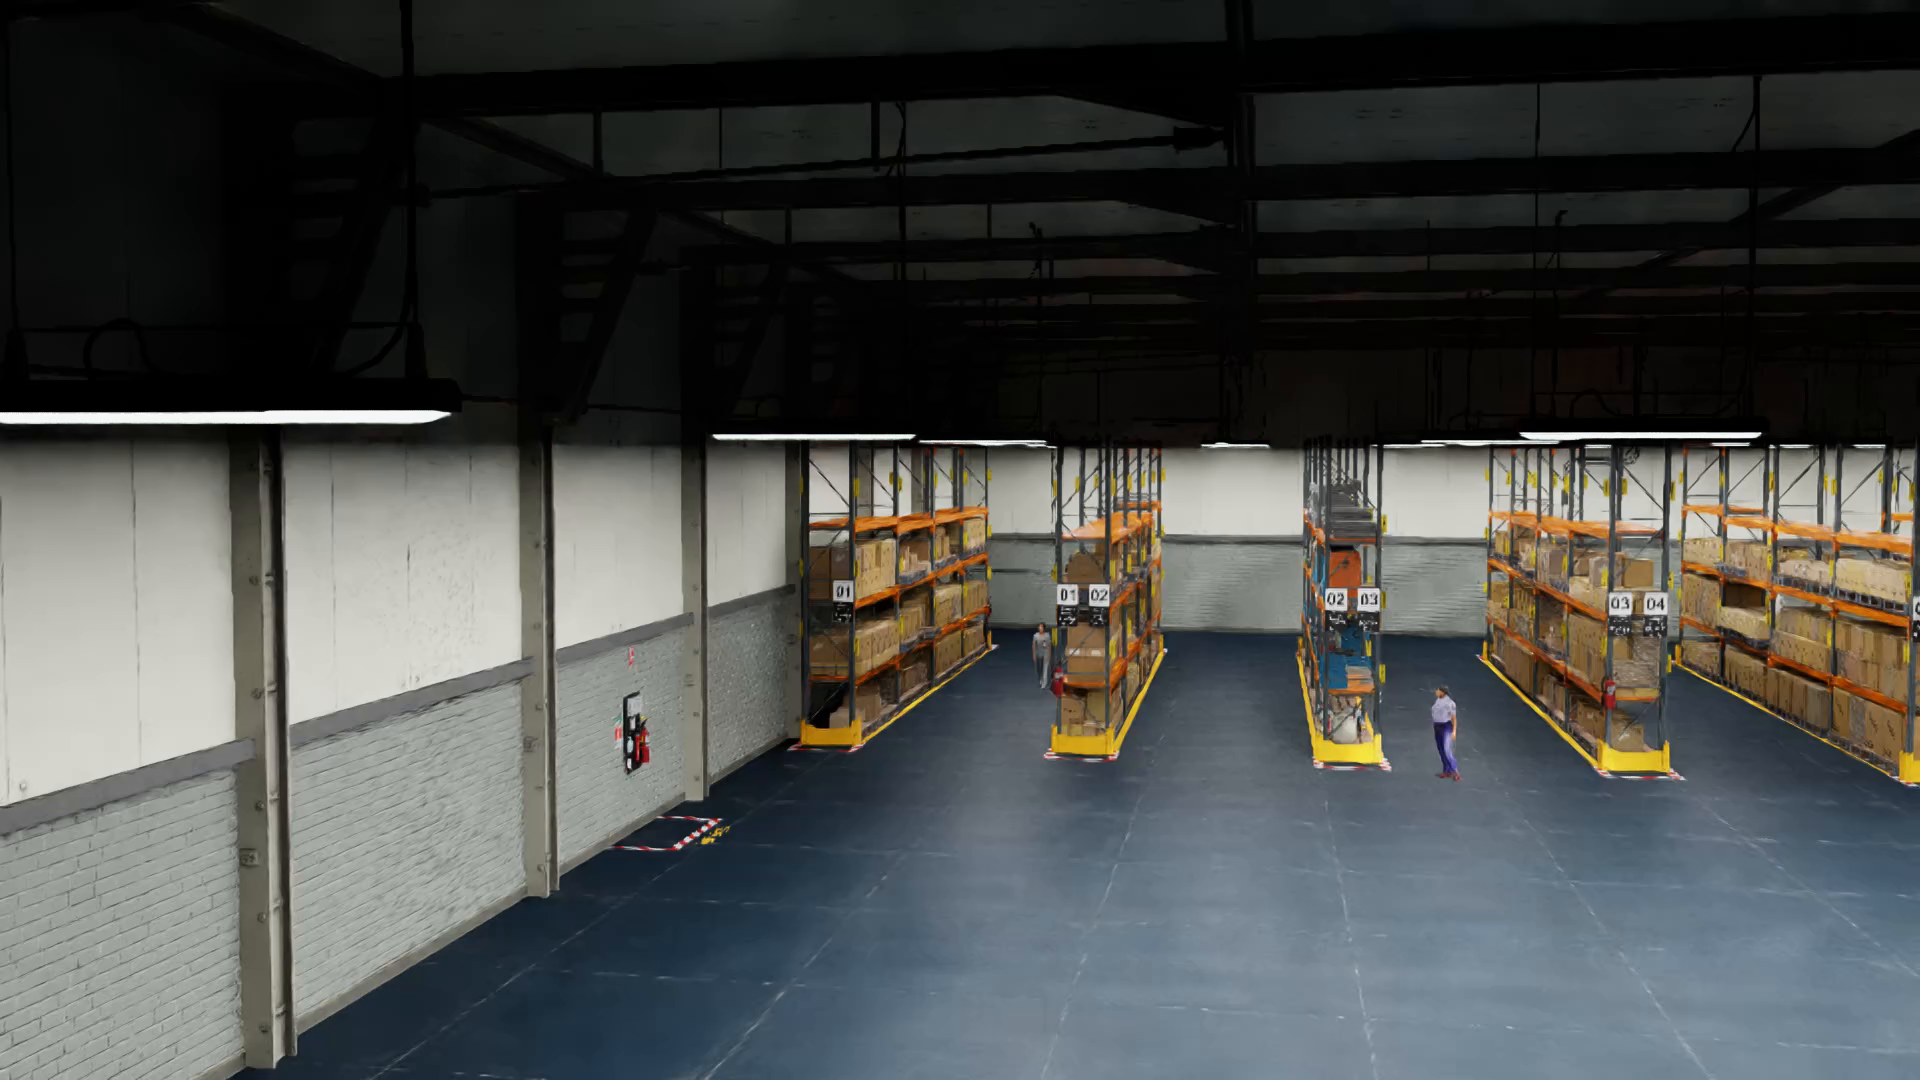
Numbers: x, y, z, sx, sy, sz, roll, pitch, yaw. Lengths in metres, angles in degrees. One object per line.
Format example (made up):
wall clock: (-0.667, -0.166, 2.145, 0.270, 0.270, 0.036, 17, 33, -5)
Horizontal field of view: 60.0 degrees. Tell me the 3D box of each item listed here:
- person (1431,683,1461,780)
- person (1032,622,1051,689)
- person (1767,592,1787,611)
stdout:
person: (8.480, 3.326, 28.975, 0.408, 1.641, 0.602, -1, 3, -19)
person: (1.954, 2.749, 39.979, 0.446, 1.590, 1.110, 1, 3, 12)
person: (23.658, 2.220, 48.147, 0.475, 1.776, 0.634, -1, 3, -24)
